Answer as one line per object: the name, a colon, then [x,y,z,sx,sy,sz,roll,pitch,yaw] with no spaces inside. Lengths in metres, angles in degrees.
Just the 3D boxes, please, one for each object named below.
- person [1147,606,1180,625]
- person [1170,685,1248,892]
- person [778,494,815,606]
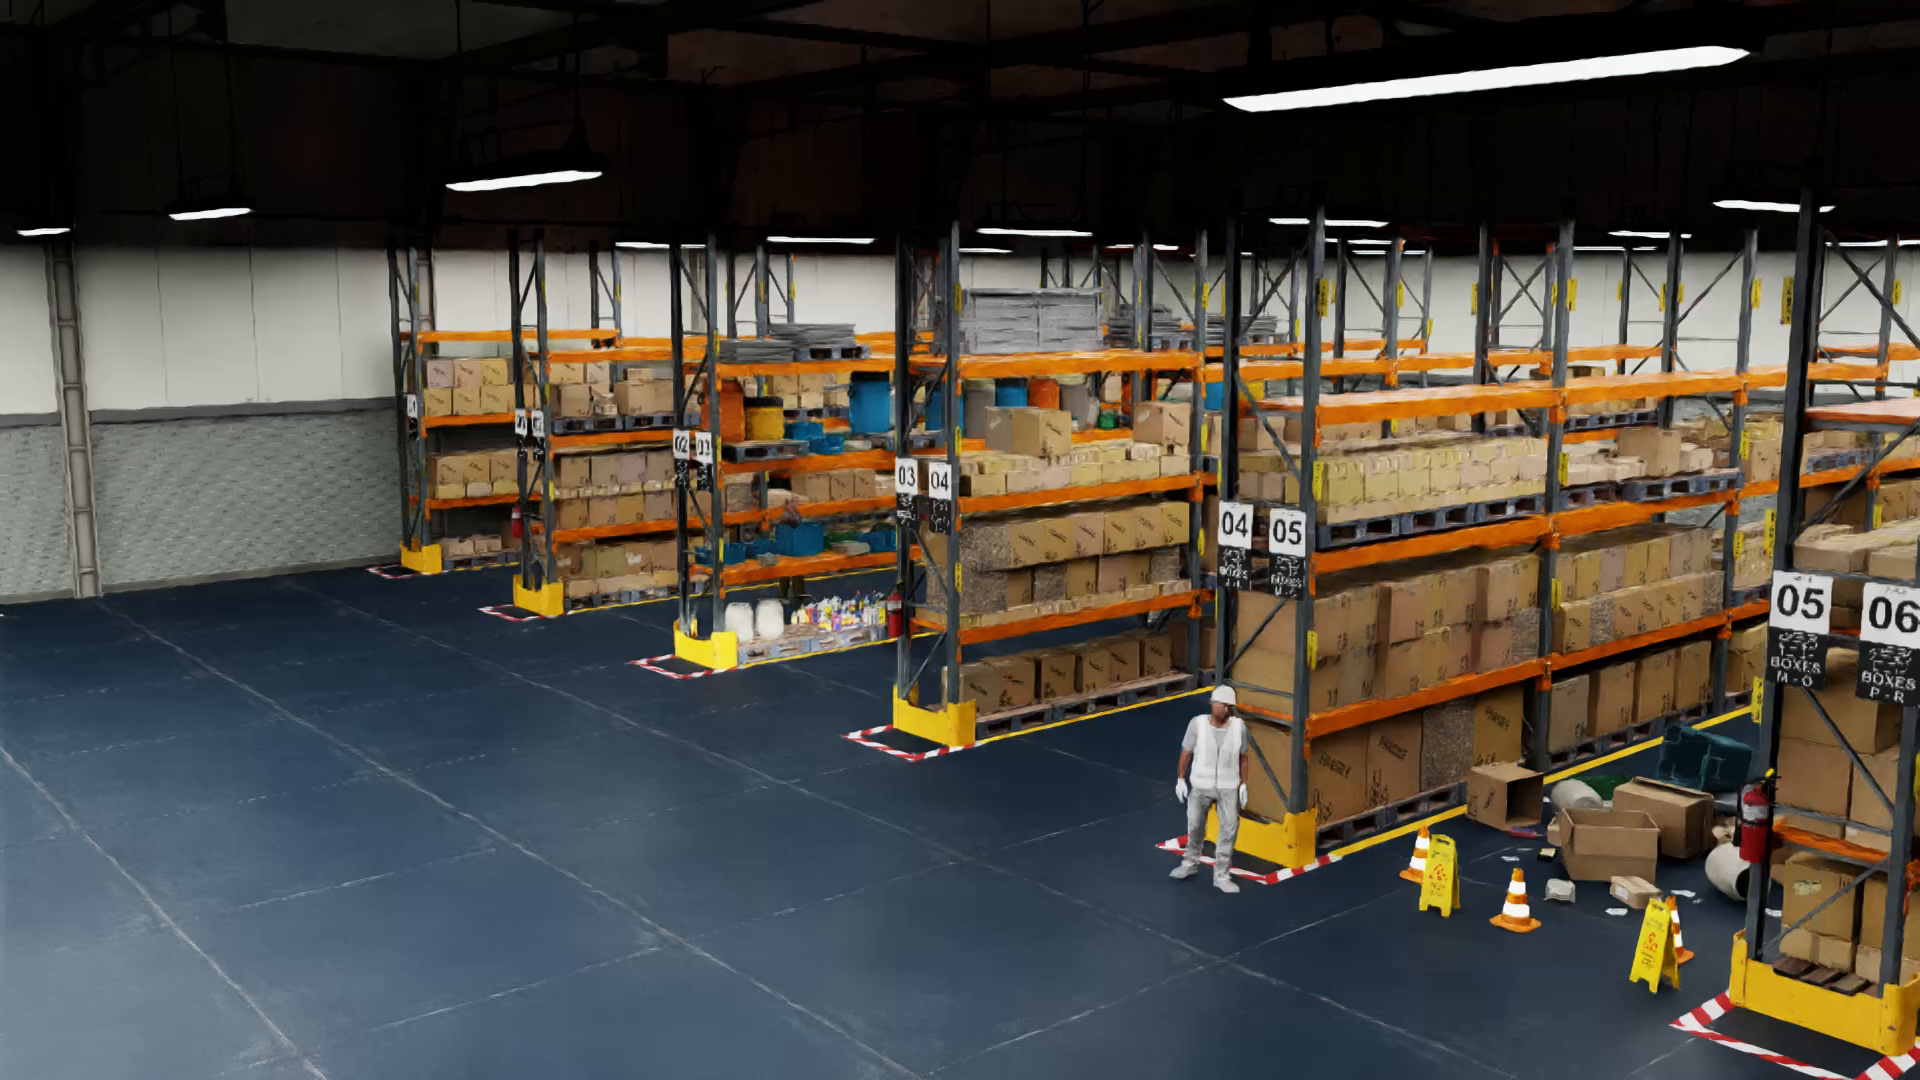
person: [3.033,0.422,25.398,1.105,1.672,0.544,-8,12,-41]
person: [2.151,2.117,14.336,0.645,1.768,0.495,1,9,6]
person: [-2.674,0.195,26.922,0.520,1.676,0.656,4,9,22]
